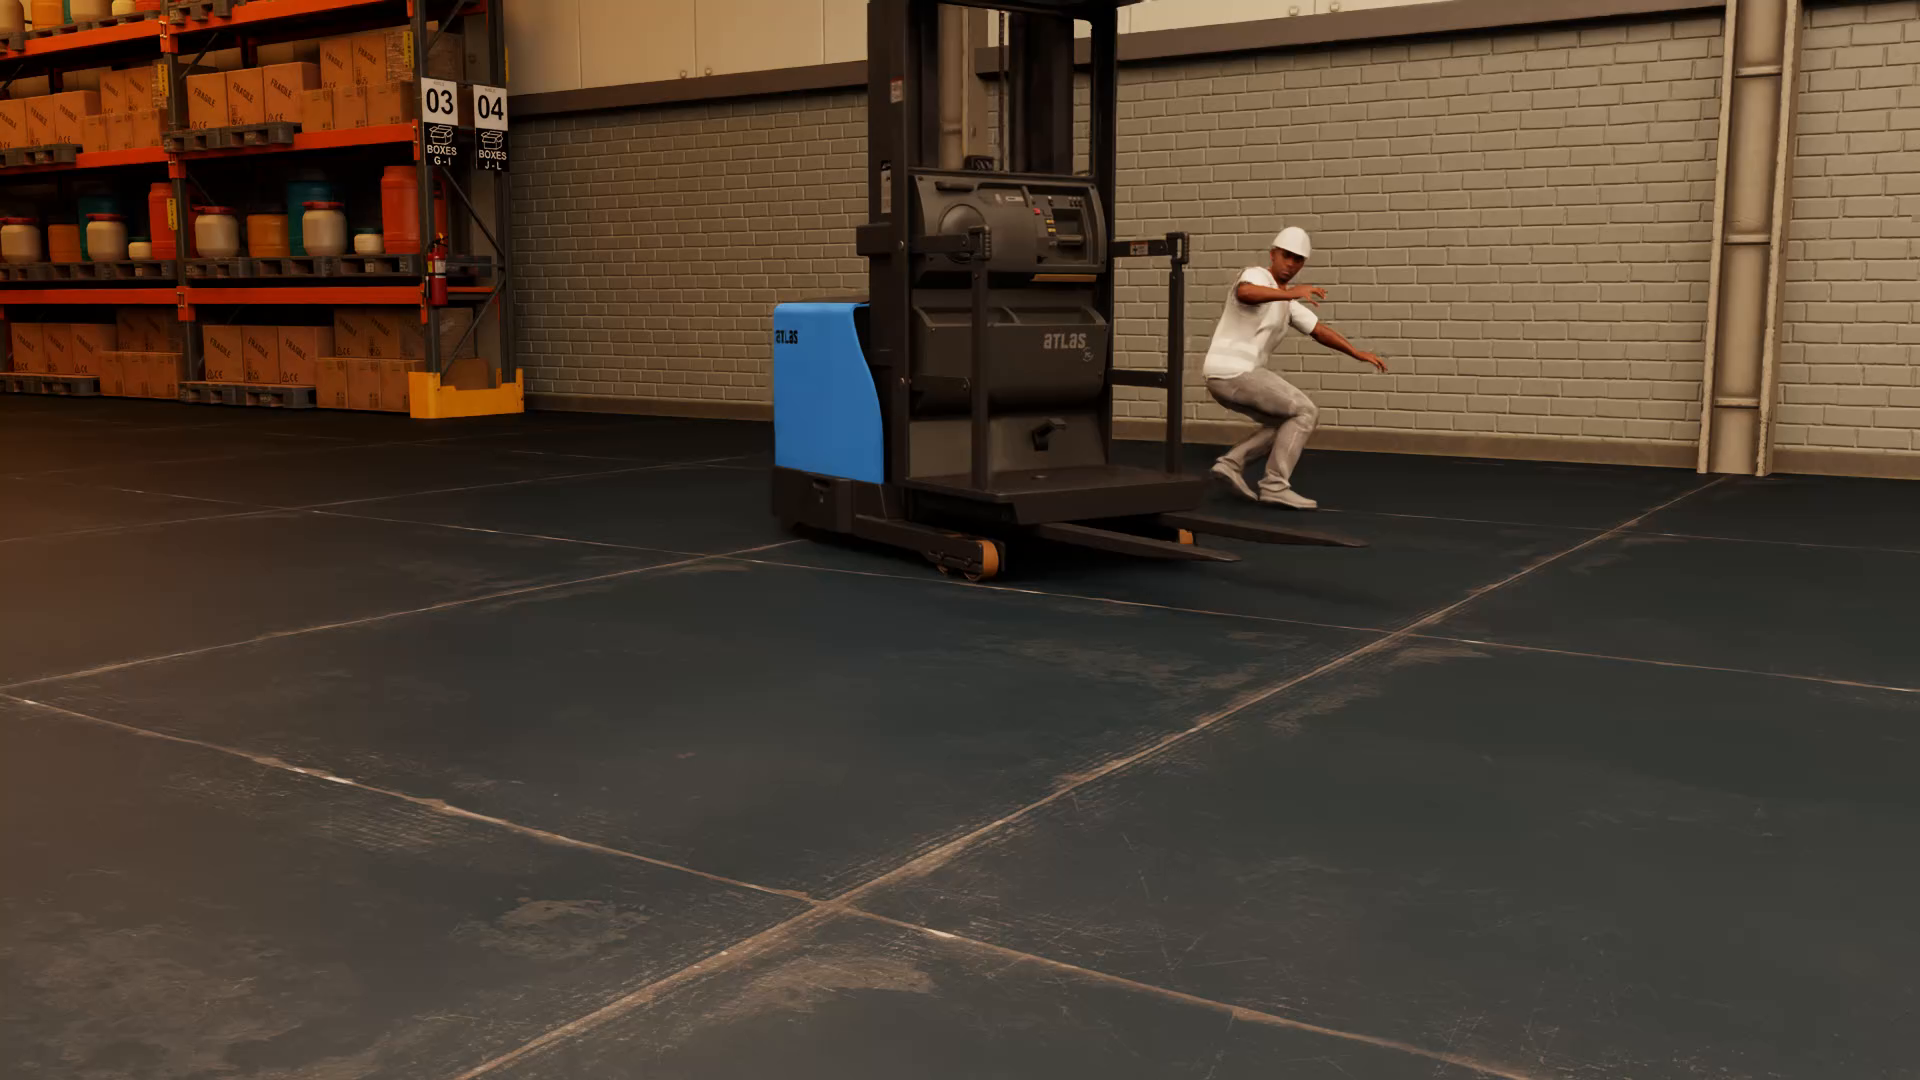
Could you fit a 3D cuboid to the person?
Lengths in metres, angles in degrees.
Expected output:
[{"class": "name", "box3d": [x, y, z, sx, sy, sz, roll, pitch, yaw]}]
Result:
[{"class": "person", "box3d": [1.774, -0.906, 8.763, 0.991, 1.477, 0.837, 1, 8, 9]}]

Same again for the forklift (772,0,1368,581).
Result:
[{"class": "forklift", "box3d": [0.340, -1.366, 6.798, 1.130, 2.935, 3.031, -5, 10, -33]}]
